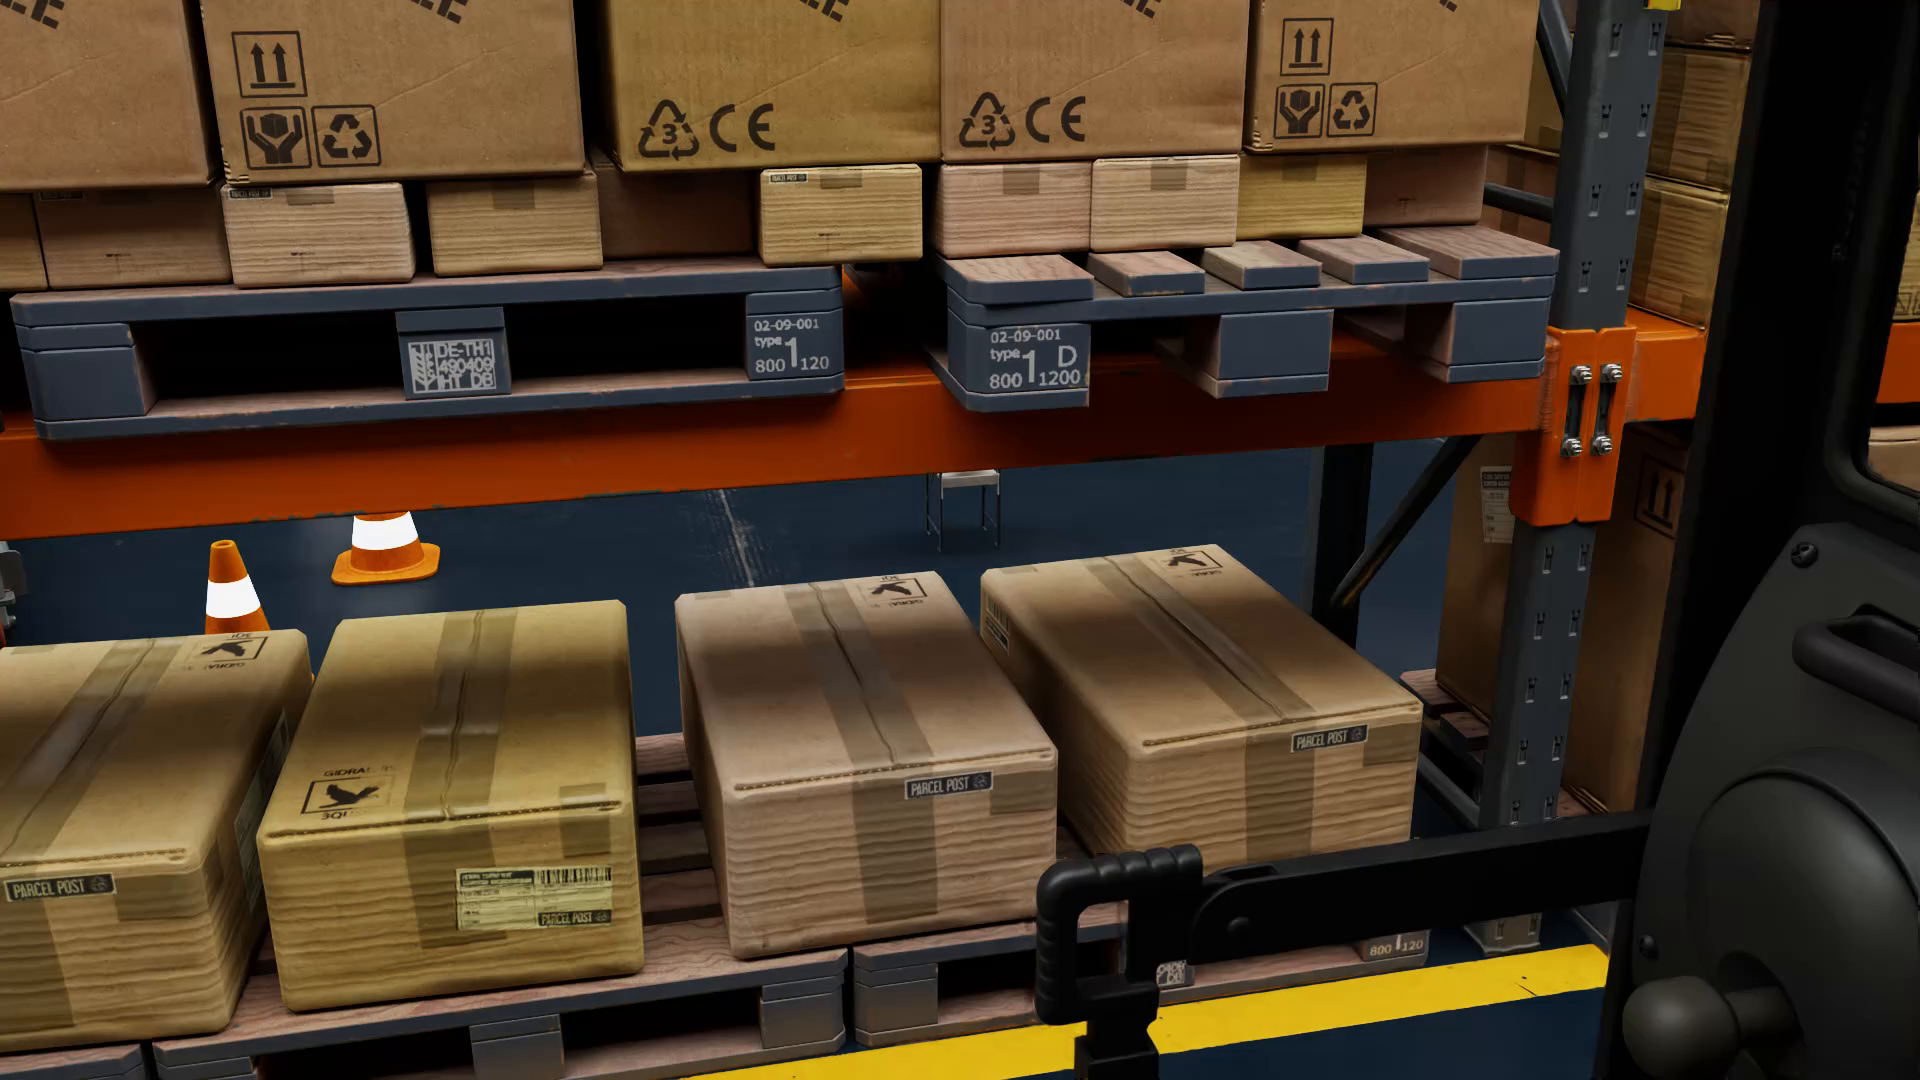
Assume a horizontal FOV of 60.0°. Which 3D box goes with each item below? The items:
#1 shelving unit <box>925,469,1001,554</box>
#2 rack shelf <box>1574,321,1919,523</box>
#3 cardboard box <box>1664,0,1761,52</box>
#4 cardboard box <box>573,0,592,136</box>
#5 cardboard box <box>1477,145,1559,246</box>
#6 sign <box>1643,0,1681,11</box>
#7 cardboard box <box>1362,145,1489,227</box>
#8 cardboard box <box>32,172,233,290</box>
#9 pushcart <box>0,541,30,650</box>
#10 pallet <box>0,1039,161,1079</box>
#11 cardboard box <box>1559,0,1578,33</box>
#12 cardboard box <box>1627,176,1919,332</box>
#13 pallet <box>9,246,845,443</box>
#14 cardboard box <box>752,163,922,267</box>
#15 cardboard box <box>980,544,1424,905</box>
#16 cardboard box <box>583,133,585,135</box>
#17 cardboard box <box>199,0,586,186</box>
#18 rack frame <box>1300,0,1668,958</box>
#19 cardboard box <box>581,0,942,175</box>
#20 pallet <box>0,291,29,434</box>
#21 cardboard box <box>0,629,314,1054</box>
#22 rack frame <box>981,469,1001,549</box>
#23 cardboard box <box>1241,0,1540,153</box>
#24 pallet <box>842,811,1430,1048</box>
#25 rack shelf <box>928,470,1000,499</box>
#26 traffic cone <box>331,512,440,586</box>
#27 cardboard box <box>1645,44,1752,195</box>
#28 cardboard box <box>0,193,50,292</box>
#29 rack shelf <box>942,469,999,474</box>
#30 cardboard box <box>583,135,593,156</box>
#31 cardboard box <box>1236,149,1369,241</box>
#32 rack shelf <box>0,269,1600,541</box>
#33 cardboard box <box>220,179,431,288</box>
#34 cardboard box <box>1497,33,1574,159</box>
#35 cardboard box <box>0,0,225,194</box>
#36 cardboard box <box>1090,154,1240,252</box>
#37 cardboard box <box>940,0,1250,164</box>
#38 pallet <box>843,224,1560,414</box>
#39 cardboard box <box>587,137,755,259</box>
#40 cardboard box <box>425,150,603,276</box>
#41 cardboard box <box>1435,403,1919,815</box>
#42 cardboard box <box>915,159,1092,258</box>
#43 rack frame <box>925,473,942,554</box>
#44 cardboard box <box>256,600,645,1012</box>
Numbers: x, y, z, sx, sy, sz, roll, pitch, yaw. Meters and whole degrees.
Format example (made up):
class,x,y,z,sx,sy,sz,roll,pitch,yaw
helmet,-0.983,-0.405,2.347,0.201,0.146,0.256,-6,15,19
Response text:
class,x,y,z,sx,sy,sz,roll,pitch,yaw
shelving unit,0.008,-0.423,5.662,0.210,0.900,0.258,-5,21,-12
rack shelf,2.981,-0.534,3.958,4.000,0.370,1.077,-5,21,-12
cardboard box,1.571,-1.187,3.096,0.500,0.500,0.500,-5,21,-14
cardboard box,-0.477,-1.051,3.136,0.500,0.500,0.500,-4,21,-12
cardboard box,1.467,-0.770,3.774,0.500,0.250,0.500,-5,21,-14
sign,1.169,-1.039,2.722,0.005,0.325,0.100,-5,21,-12
cardboard box,0.770,-0.688,3.087,0.250,0.149,0.380,-4,20,-10
cardboard box,-1.243,-0.504,2.585,0.250,0.149,0.380,-4,21,-12
pushcart,-3.431,0.075,5.061,0.936,0.377,1.648,-13,24,-31
pallet,-2.100,0.850,3.187,1.213,0.211,1.003,-5,21,-12
cardboard box,1.478,-1.359,3.563,0.500,0.500,0.500,-5,21,-14
cardboard box,1.569,-0.598,3.303,0.500,0.250,0.500,-5,21,-13
pallet,-0.882,-0.453,2.970,1.213,0.211,1.003,-5,21,-12
cardboard box,-0.220,-0.564,2.748,0.250,0.149,0.380,-4,21,-12
cardboard box,0.483,0.364,3.669,0.625,0.372,0.950,-6,21,-16
cardboard box,-0.965,-1.014,3.035,0.500,0.500,0.500,-5,21,-15
cardboard box,-0.866,-0.841,2.560,0.500,0.500,0.500,-6,21,-15
rack frame,1.035,-0.714,3.402,0.127,3.000,1.000,-5,21,-12
cardboard box,-0.335,-0.883,2.677,0.500,0.500,0.500,-6,21,-16
pallet,-2.080,-0.319,2.603,1.213,0.211,1.003,-5,21,-12
cardboard box,-1.649,0.539,3.191,0.625,0.372,0.950,-3,20,-9
rack frame,0.107,-0.431,5.684,0.006,0.900,0.240,-5,21,-12
cardboard box,0.657,-0.968,2.909,0.500,0.500,0.500,-5,21,-14
pallet,0.274,0.657,3.714,1.213,0.211,1.003,-5,21,-12
rack shelf,0.008,-0.223,5.735,0.200,0.077,0.258,-5,21,-12
traffic cone,-1.921,-0.130,5.498,0.334,0.463,0.336,-5,21,-12
cardboard box,1.585,-0.835,3.225,0.500,0.250,0.500,-5,21,-13
cardboard box,-1.484,-0.485,2.534,0.250,0.149,0.380,-4,21,-12
rack shelf,0.008,-0.307,5.704,0.200,0.077,0.258,-5,21,-12
cardboard box,-0.639,-0.717,3.164,0.250,0.149,0.380,-4,20,-10
cardboard box,0.526,-0.643,2.963,0.250,0.149,0.380,-4,21,-12
rack shelf,-0.911,-0.218,3.093,4.000,0.370,1.077,-5,21,-12
cardboard box,-0.972,-0.508,2.595,0.250,0.149,0.380,-4,20,-10
cardboard box,1.448,-1.001,3.678,0.500,0.250,0.500,-5,21,-13
cardboard box,-1.364,-0.796,2.439,0.500,0.500,0.500,-5,21,-13
cardboard box,0.291,-0.608,2.867,0.250,0.149,0.380,-5,21,-13
cardboard box,0.156,-0.924,2.787,0.500,0.500,0.500,-5,21,-13
pallet,0.366,-0.531,3.183,1.003,0.211,1.213,-5,21,-12
cardboard box,-0.494,-0.586,2.809,0.250,0.149,0.380,-4,21,-12
cardboard box,-0.719,-0.539,2.680,0.250,0.149,0.380,-5,21,-14
cardboard box,1.726,0.060,3.768,0.875,0.875,0.875,-5,21,-13
cardboard box,0.044,-0.591,2.820,0.250,0.149,0.380,-6,21,-15
rack frame,-0.091,-0.415,5.640,0.006,0.900,0.240,-5,21,-12
cardboard box,-0.973,0.484,3.343,0.625,0.372,0.950,-4,20,-11
